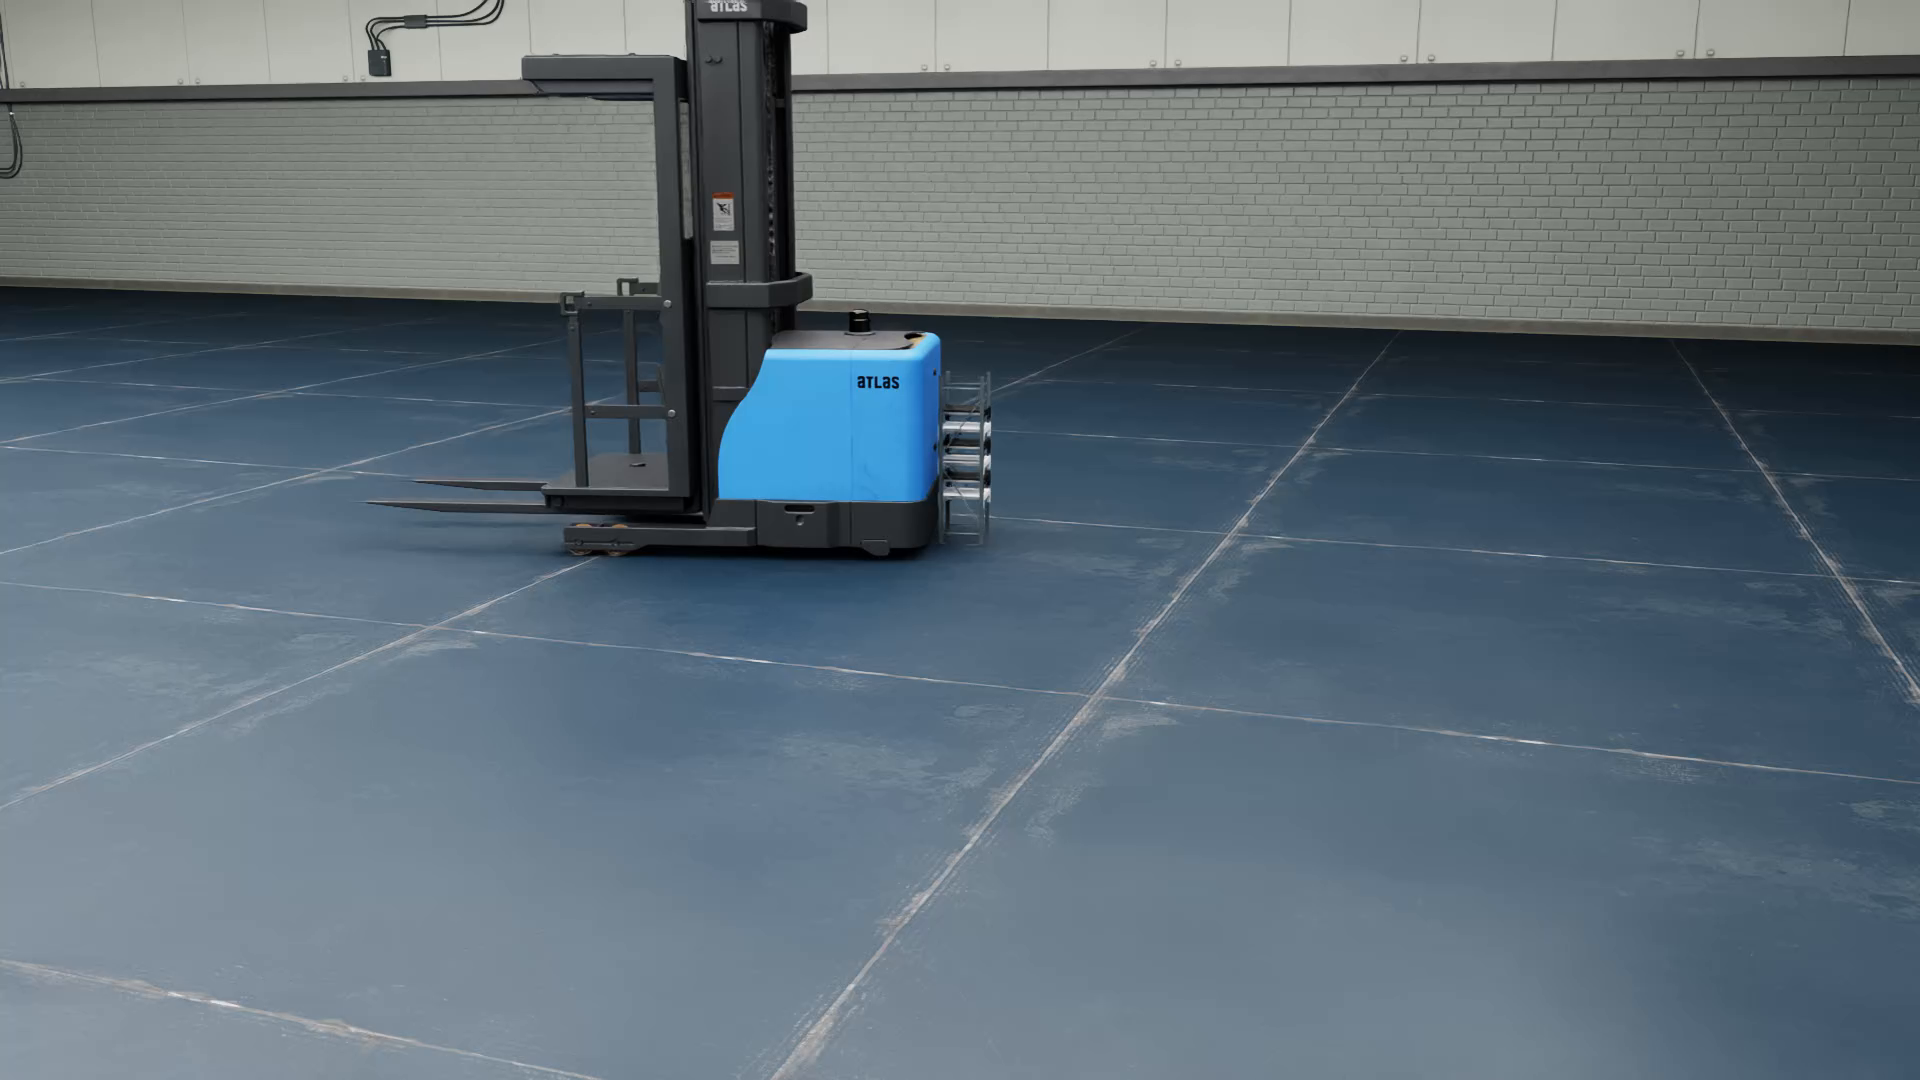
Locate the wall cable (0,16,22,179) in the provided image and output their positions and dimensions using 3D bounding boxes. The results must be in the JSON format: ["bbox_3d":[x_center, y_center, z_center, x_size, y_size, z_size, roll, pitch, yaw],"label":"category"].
[{"bbox_3d":[-16.407,-7.077,26.749,3.097,2.526,0.112,4,14,18],"label":"wall cable"}]

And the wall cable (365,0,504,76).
[{"bbox_3d":[-7.430,-9.562,23.016,2.305,6.003,0.169,4,14,18],"label":"wall cable"}]

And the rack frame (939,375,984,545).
[{"bbox_3d":[0.006,-0.417,8.777,0.240,0.900,0.006,2,12,10],"label":"rack frame"}]

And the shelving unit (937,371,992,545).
[{"bbox_3d":[0.024,-0.437,8.875,0.258,0.900,0.210,2,12,10],"label":"shelving unit"}]

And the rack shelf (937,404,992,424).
[{"bbox_3d":[0.025,-0.669,8.825,0.258,0.077,0.200,2,12,10],"label":"rack shelf"}]

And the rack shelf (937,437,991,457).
[{"bbox_3d":[0.024,-0.493,8.863,0.258,0.077,0.200,2,12,10],"label":"rack shelf"}]

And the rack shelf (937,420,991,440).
[{"bbox_3d":[0.024,-0.581,8.844,0.258,0.077,0.200,2,12,10],"label":"rack shelf"}]

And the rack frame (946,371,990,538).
[{"bbox_3d":[0.042,-0.458,8.973,0.240,0.900,0.006,2,12,10],"label":"rack frame"}]

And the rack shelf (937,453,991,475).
[{"bbox_3d":[0.024,-0.405,8.882,0.258,0.077,0.200,2,12,10],"label":"rack shelf"}]

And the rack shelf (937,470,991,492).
[{"bbox_3d":[0.023,-0.317,8.900,0.258,0.077,0.200,2,12,10],"label":"rack shelf"}]

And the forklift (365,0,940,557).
[{"bbox_3d":[-1.642,-1.459,8.793,3.031,2.935,1.130,1,13,5],"label":"forklift"}]

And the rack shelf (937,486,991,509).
[{"bbox_3d":[0.023,-0.229,8.919,0.258,0.077,0.200,2,12,10],"label":"rack shelf"}]
